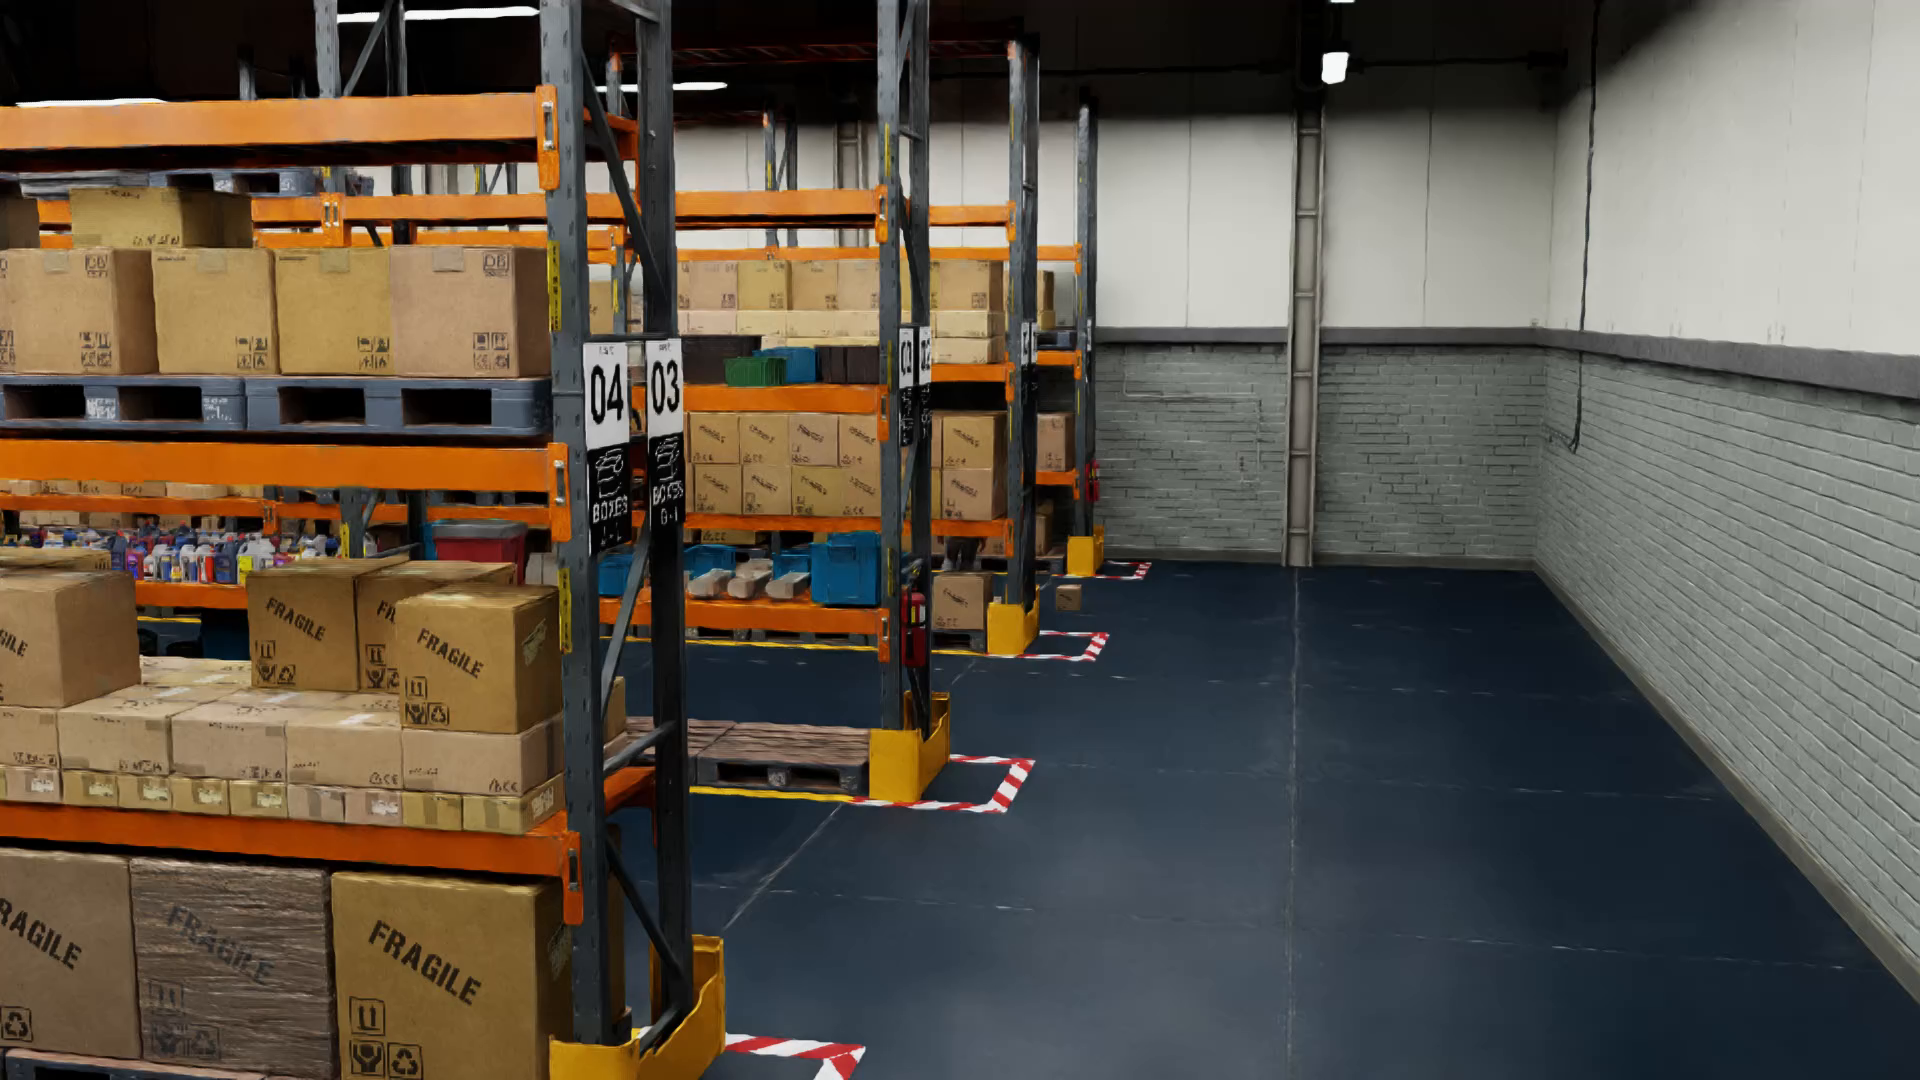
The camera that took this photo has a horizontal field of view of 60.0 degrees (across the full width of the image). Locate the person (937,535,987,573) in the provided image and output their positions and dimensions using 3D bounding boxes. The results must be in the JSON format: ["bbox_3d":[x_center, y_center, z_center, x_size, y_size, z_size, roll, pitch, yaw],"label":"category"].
[{"bbox_3d":[0.027,-0.084,18.383,0.700,1.753,0.434,2,8,13],"label":"person"}]
